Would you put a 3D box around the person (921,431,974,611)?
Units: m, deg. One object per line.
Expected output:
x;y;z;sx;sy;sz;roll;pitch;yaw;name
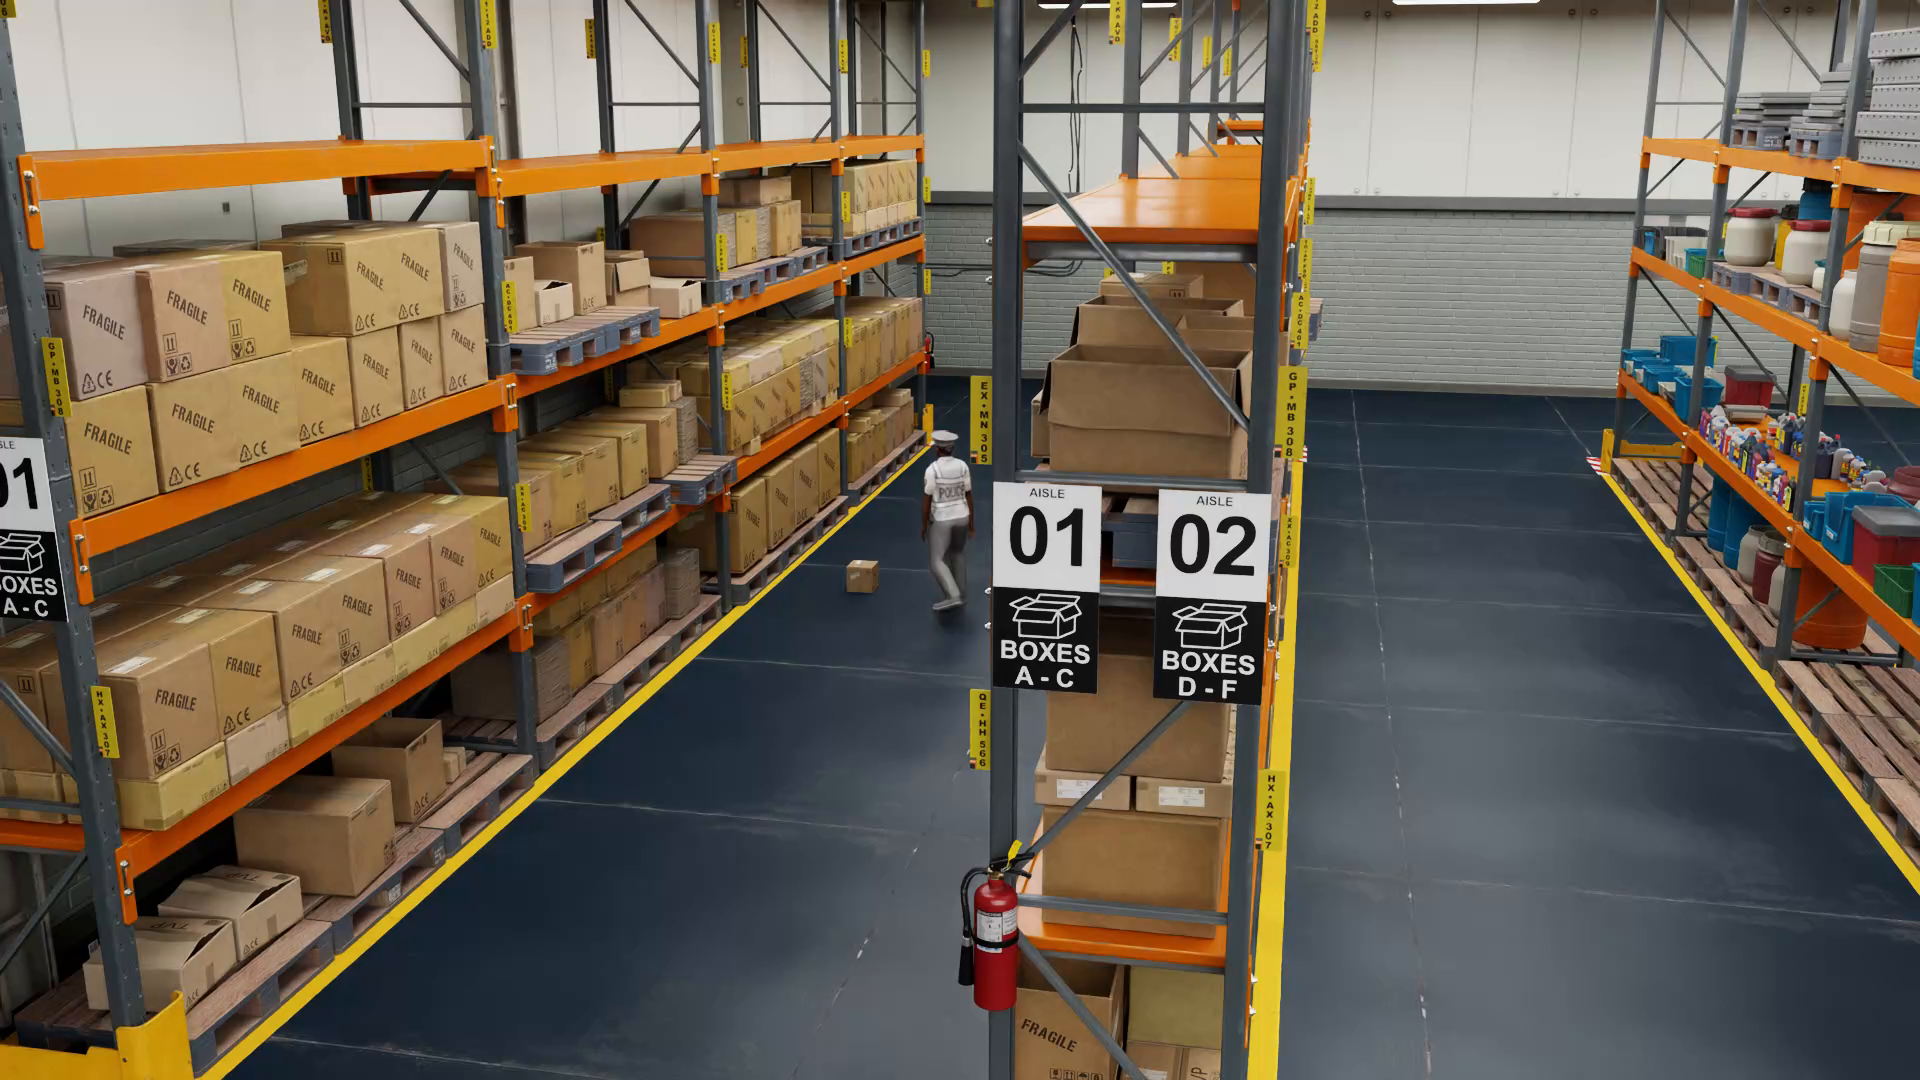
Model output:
-0.088;-0.147;15.101;0.542;1.623;0.738;-8;17;-27;person
